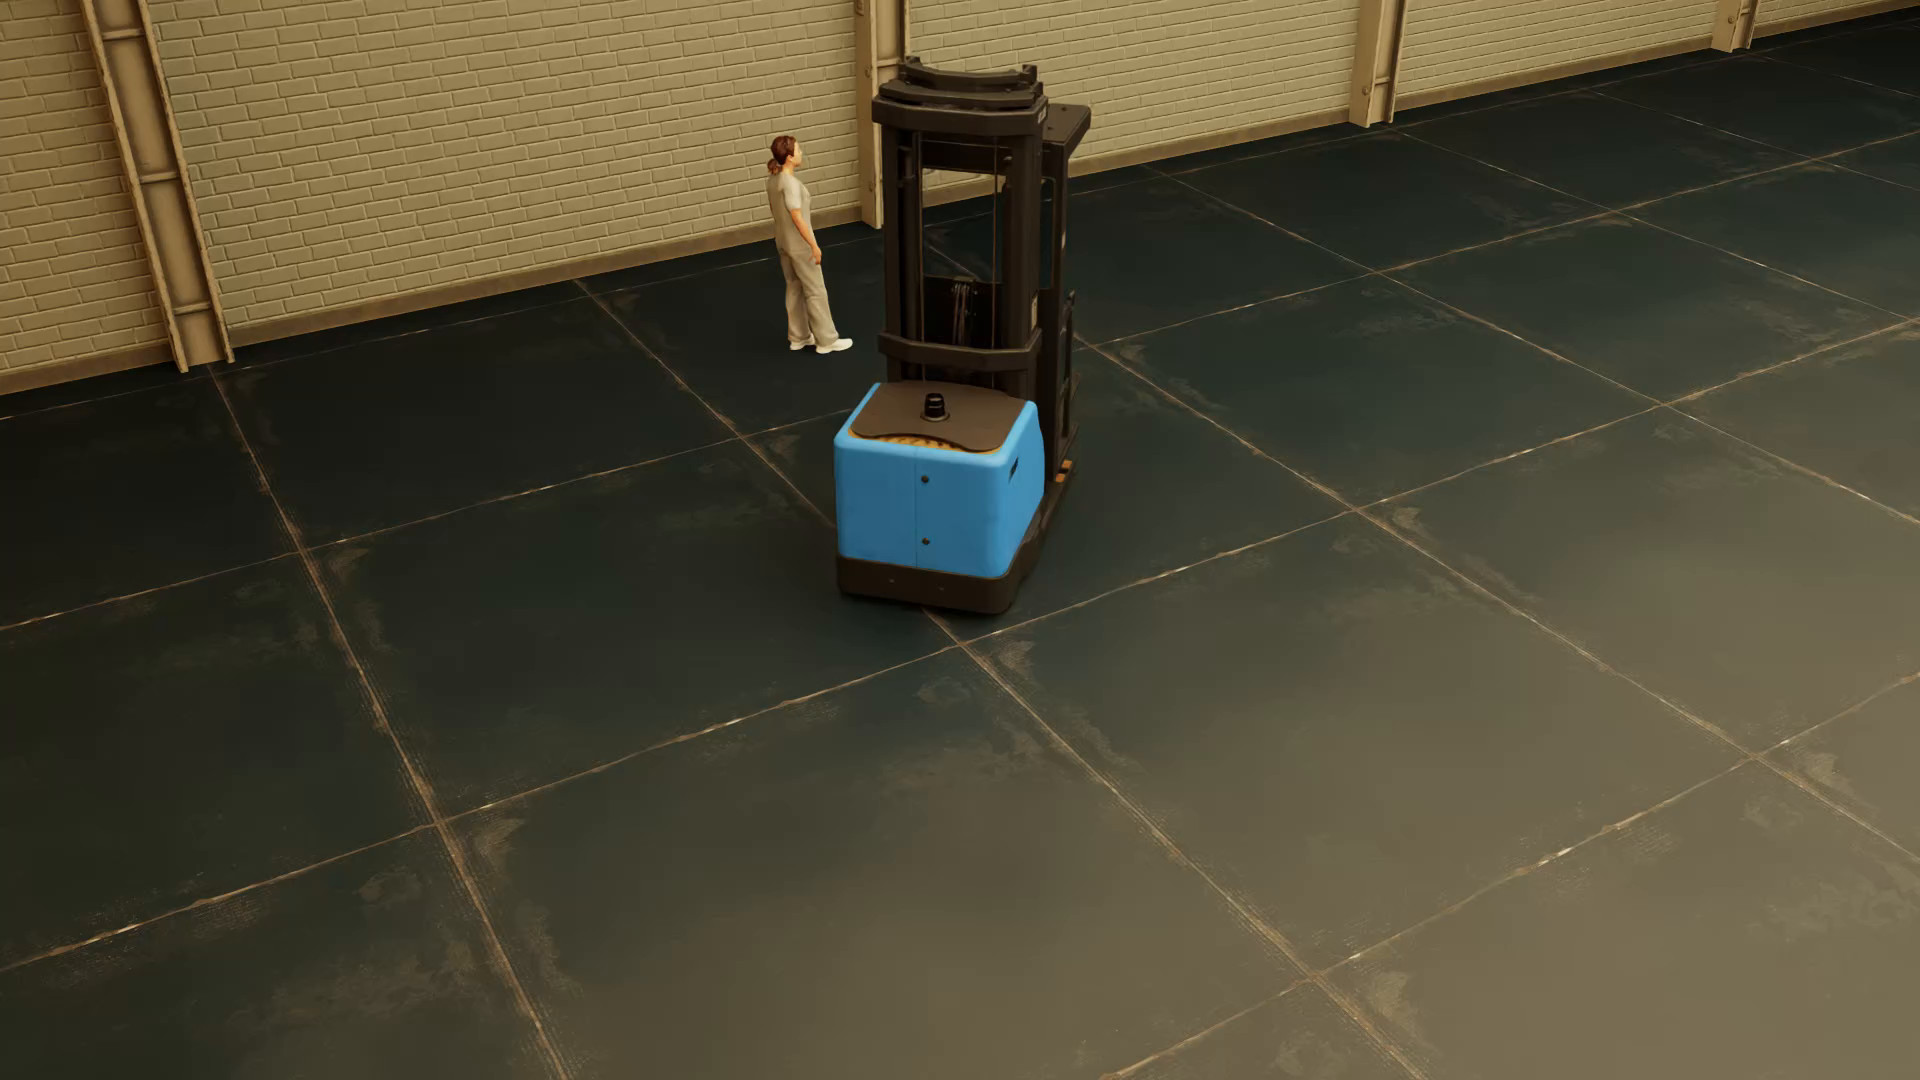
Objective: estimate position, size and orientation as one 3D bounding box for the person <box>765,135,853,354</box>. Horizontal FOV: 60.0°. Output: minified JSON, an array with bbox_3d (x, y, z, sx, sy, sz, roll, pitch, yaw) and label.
[{"bbox_3d":[-1.174,-2.249,12.624,0.536,1.679,0.566,-18,35,-27],"label":"person"}]

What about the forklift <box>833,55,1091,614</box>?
[{"bbox_3d":[0.152,-1.575,10.277,1.130,2.935,3.031,8,32,13],"label":"forklift"}]
